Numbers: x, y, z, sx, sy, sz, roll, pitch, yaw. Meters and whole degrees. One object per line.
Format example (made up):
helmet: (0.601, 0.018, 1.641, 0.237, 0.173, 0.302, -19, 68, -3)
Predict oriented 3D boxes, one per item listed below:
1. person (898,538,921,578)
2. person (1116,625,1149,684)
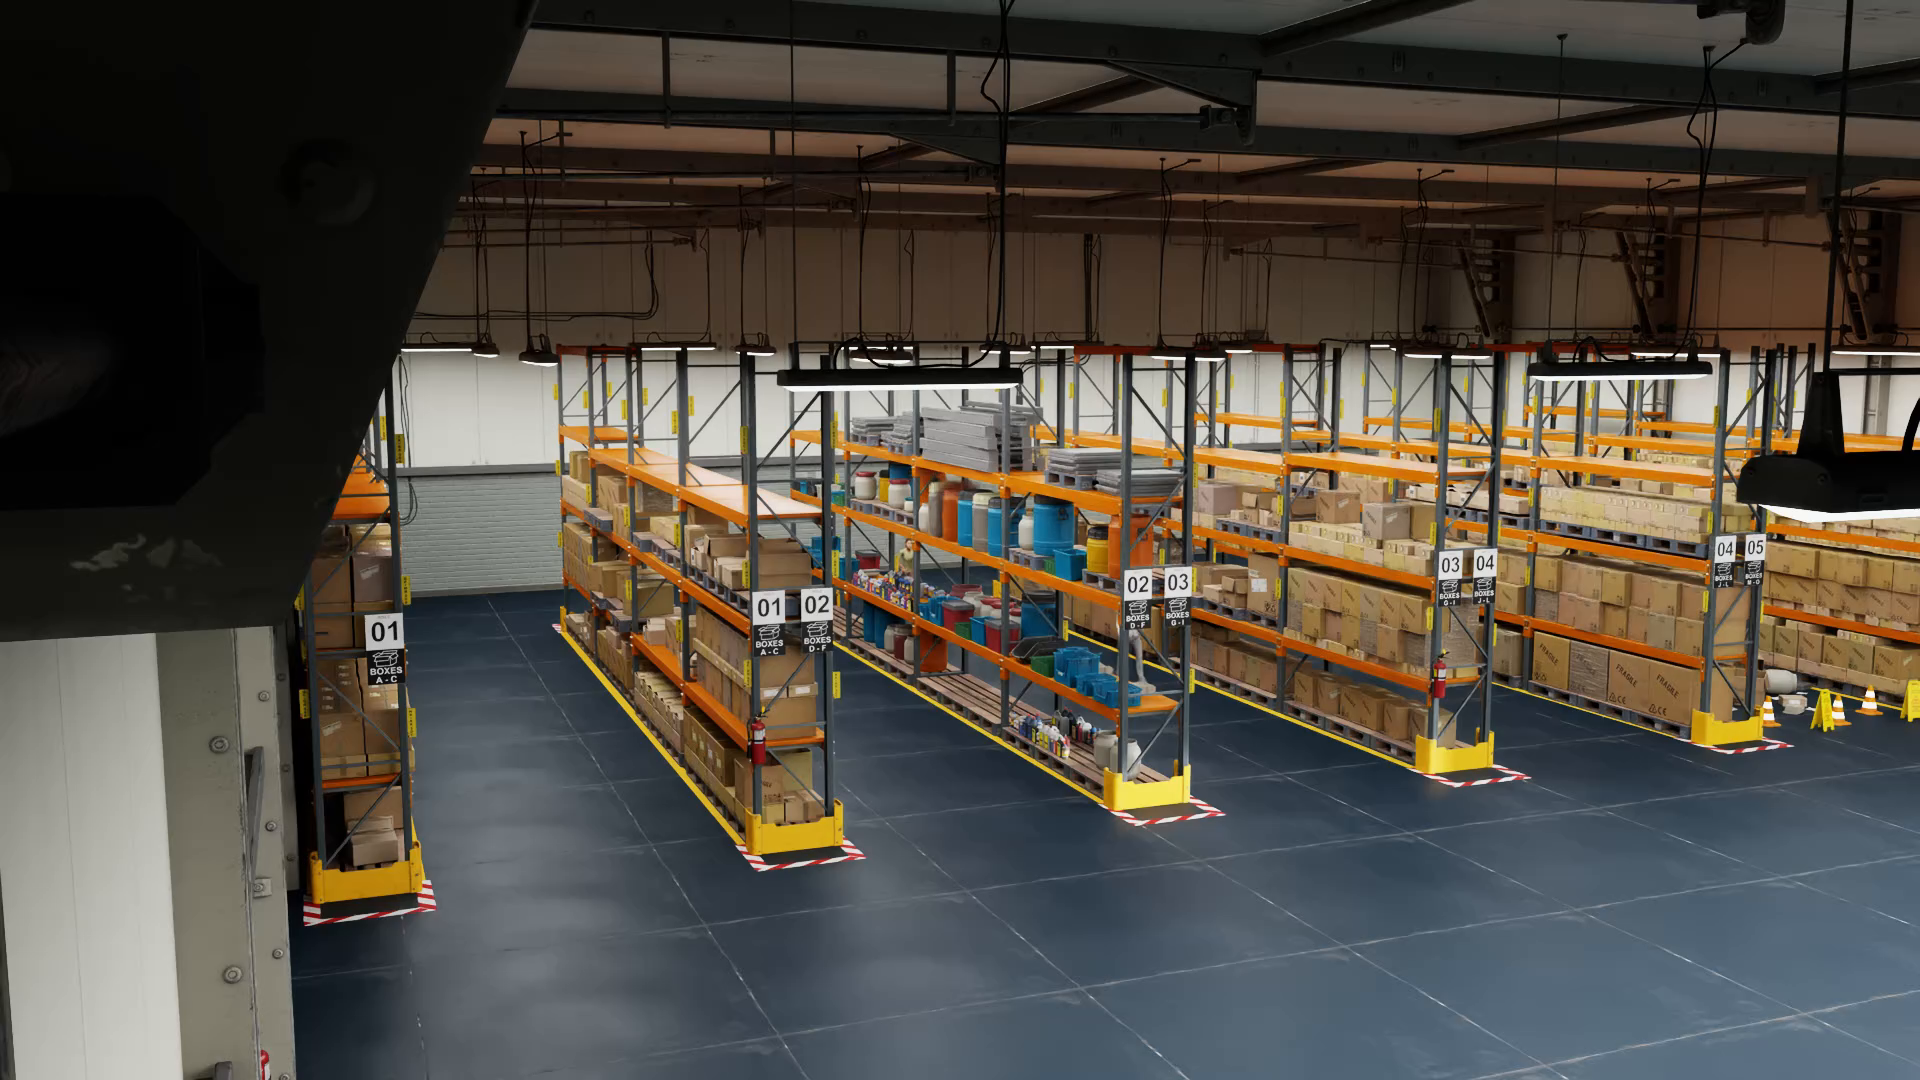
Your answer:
person: (-1.173, 0.718, 38.089, 0.611, 1.579, 0.683, -2, 7, -13)
person: (3.073, 1.718, 29.809, 0.546, 1.615, 1.034, -2, 8, -18)
